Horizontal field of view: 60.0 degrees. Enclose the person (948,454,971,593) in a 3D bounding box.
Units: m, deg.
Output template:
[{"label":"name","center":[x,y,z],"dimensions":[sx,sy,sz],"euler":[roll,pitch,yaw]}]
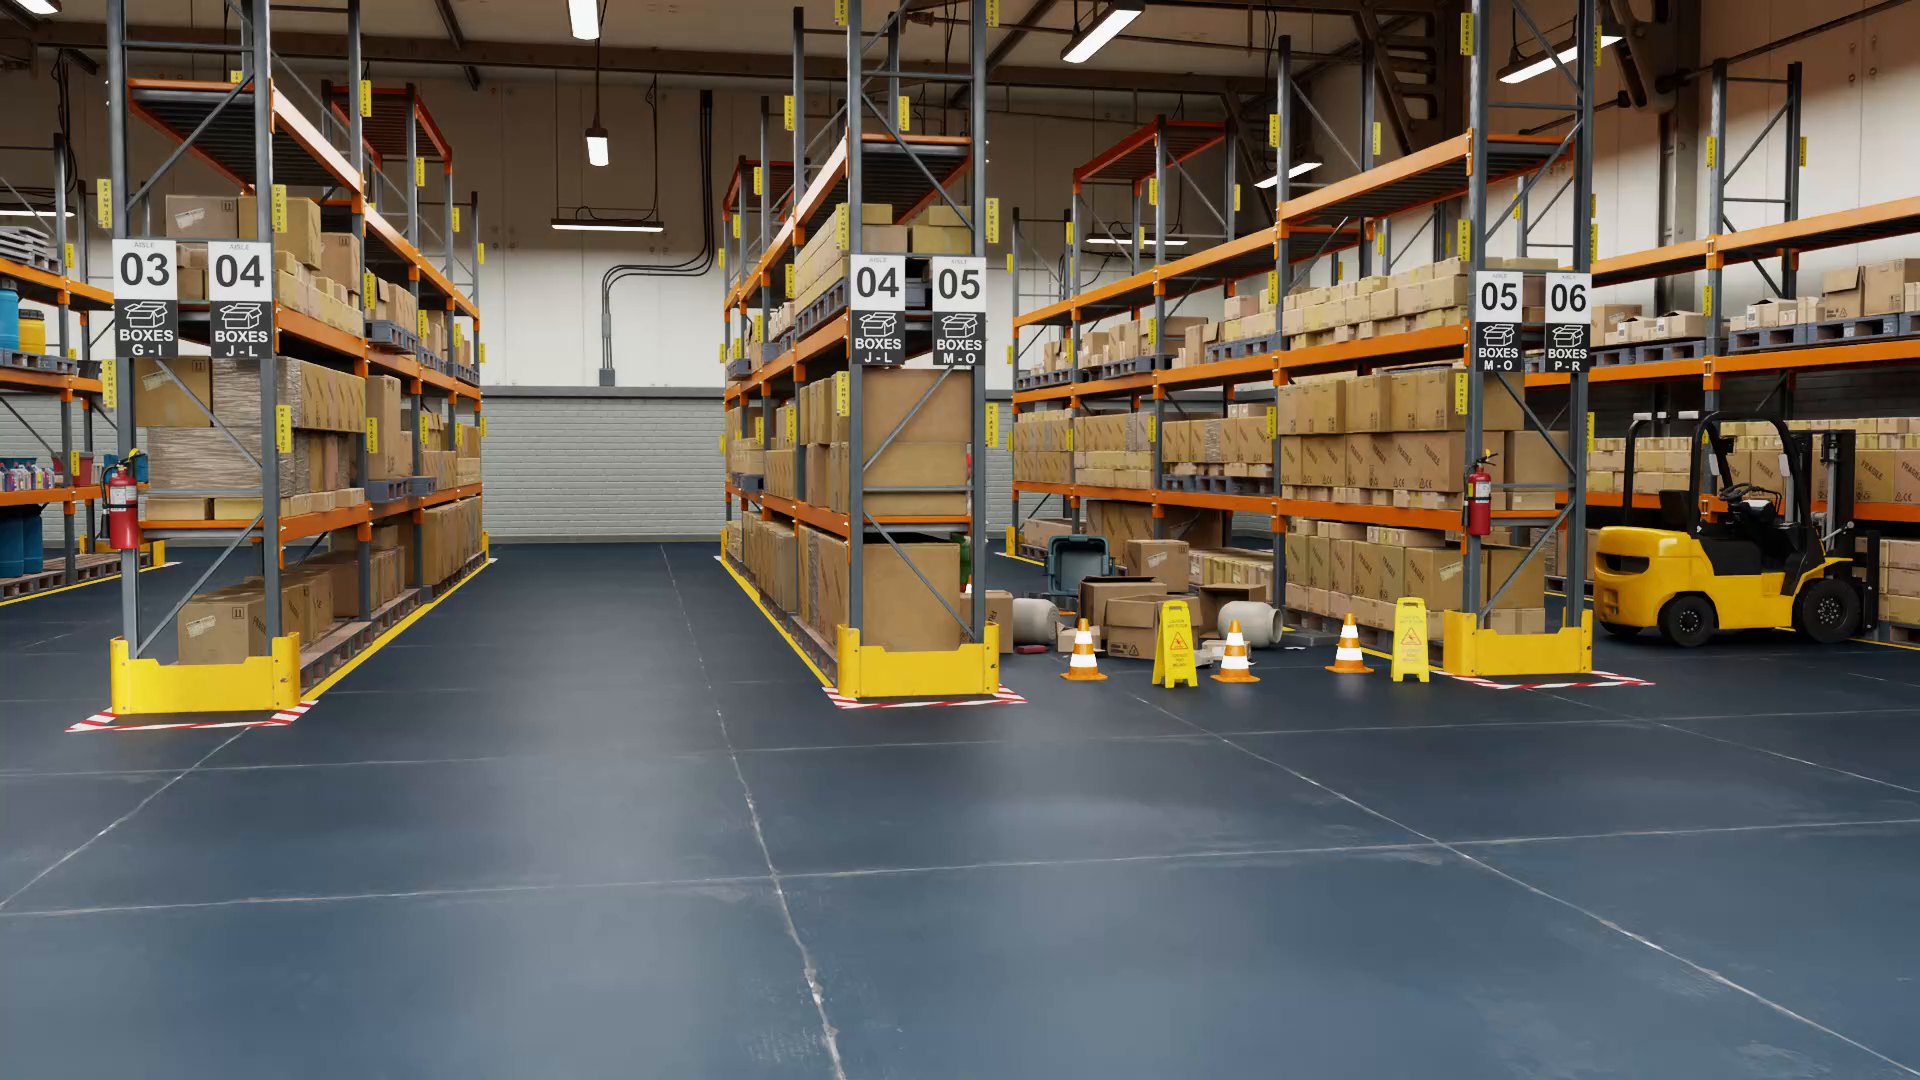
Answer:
[{"label":"person","center":[0.042,-0.065,18.286],"dimensions":[0.388,1.768,0.533],"euler":[-1,3,-10]}]
